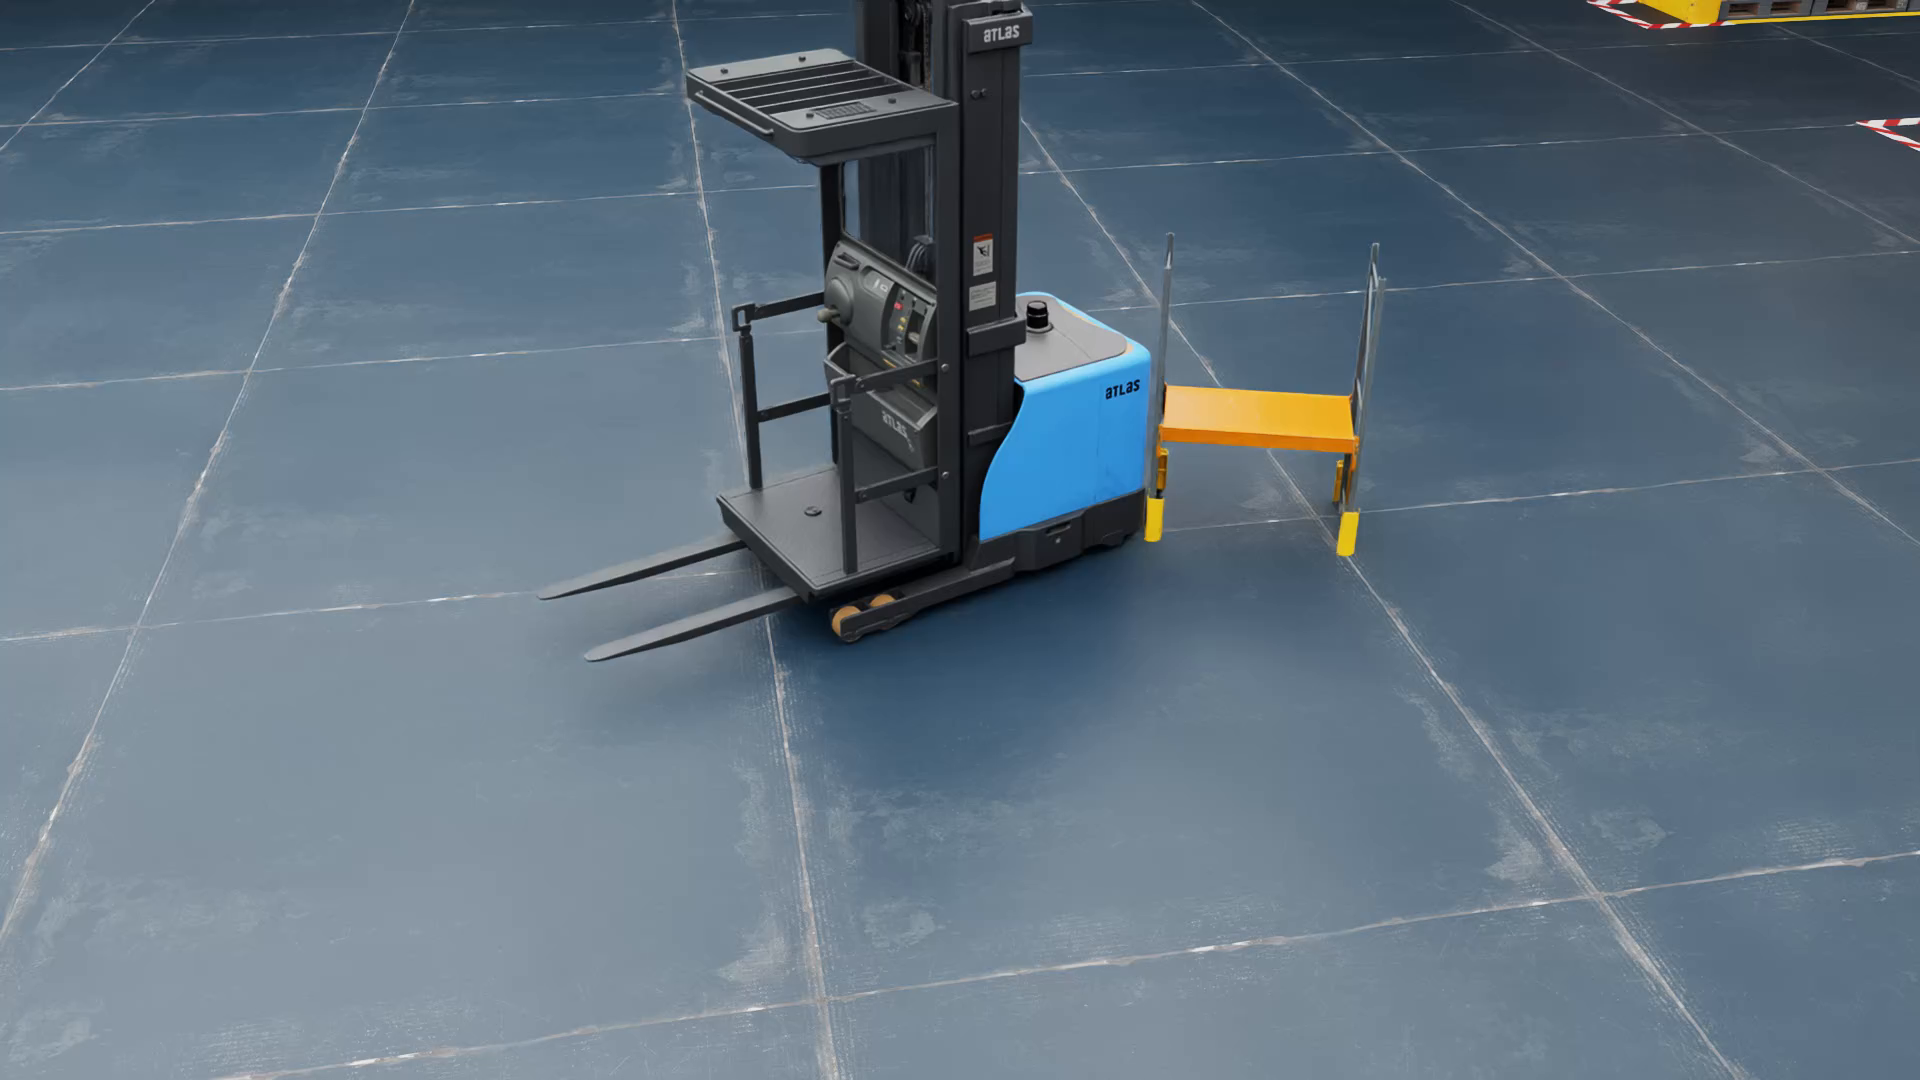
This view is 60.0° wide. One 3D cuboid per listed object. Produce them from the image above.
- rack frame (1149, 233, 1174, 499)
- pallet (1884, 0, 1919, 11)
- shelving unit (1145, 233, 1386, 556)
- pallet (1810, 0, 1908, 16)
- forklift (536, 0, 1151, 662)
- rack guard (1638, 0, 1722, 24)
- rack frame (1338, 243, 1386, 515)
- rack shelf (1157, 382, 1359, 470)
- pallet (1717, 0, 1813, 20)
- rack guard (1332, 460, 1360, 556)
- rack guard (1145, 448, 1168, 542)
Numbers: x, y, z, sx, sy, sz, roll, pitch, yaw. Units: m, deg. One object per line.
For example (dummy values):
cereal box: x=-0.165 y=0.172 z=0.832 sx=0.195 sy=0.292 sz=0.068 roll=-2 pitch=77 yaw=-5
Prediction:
rack frame: x=1.037 y=-0.789 z=8.612 sx=0.032 sy=1.500 sz=0.500 roll=4 pitch=31 yaw=7
pallet: x=11.372 y=-6.456 z=19.521 sx=1.213 sy=0.211 sz=1.003 roll=-5 pitch=31 yaw=-9
shelving unit: x=1.548 y=-0.751 z=8.547 sx=1.083 sy=1.500 sz=0.587 roll=4 pitch=31 yaw=7
pallet: x=10.169 y=-6.343 z=19.328 sx=1.213 sy=0.211 sz=1.003 roll=-5 pitch=31 yaw=-9
forklift: x=-0.554 y=-1.085 z=7.704 sx=3.031 sy=2.935 sz=1.130 roll=-18 pitch=35 yaw=-28
rack guard: x=8.204 y=-6.264 z=18.910 sx=0.348 sy=0.500 sz=1.175 roll=-5 pitch=31 yaw=-9
rack frame: x=2.042 y=-0.714 z=8.485 sx=0.032 sy=1.500 sz=0.500 roll=4 pitch=31 yaw=7
rack shelf: x=1.539 y=-0.596 z=8.639 sx=1.000 sy=0.185 sz=0.538 roll=4 pitch=31 yaw=7
pallet: x=8.972 y=-6.233 z=19.142 sx=1.213 sy=0.211 sz=1.003 roll=-5 pitch=31 yaw=-9
rack guard: x=2.041 y=-0.175 z=8.801 sx=0.087 sy=0.250 sz=0.587 roll=4 pitch=31 yaw=7
rack guard: x=1.056 y=-0.248 z=8.926 sx=0.087 sy=0.250 sz=0.587 roll=4 pitch=31 yaw=7
